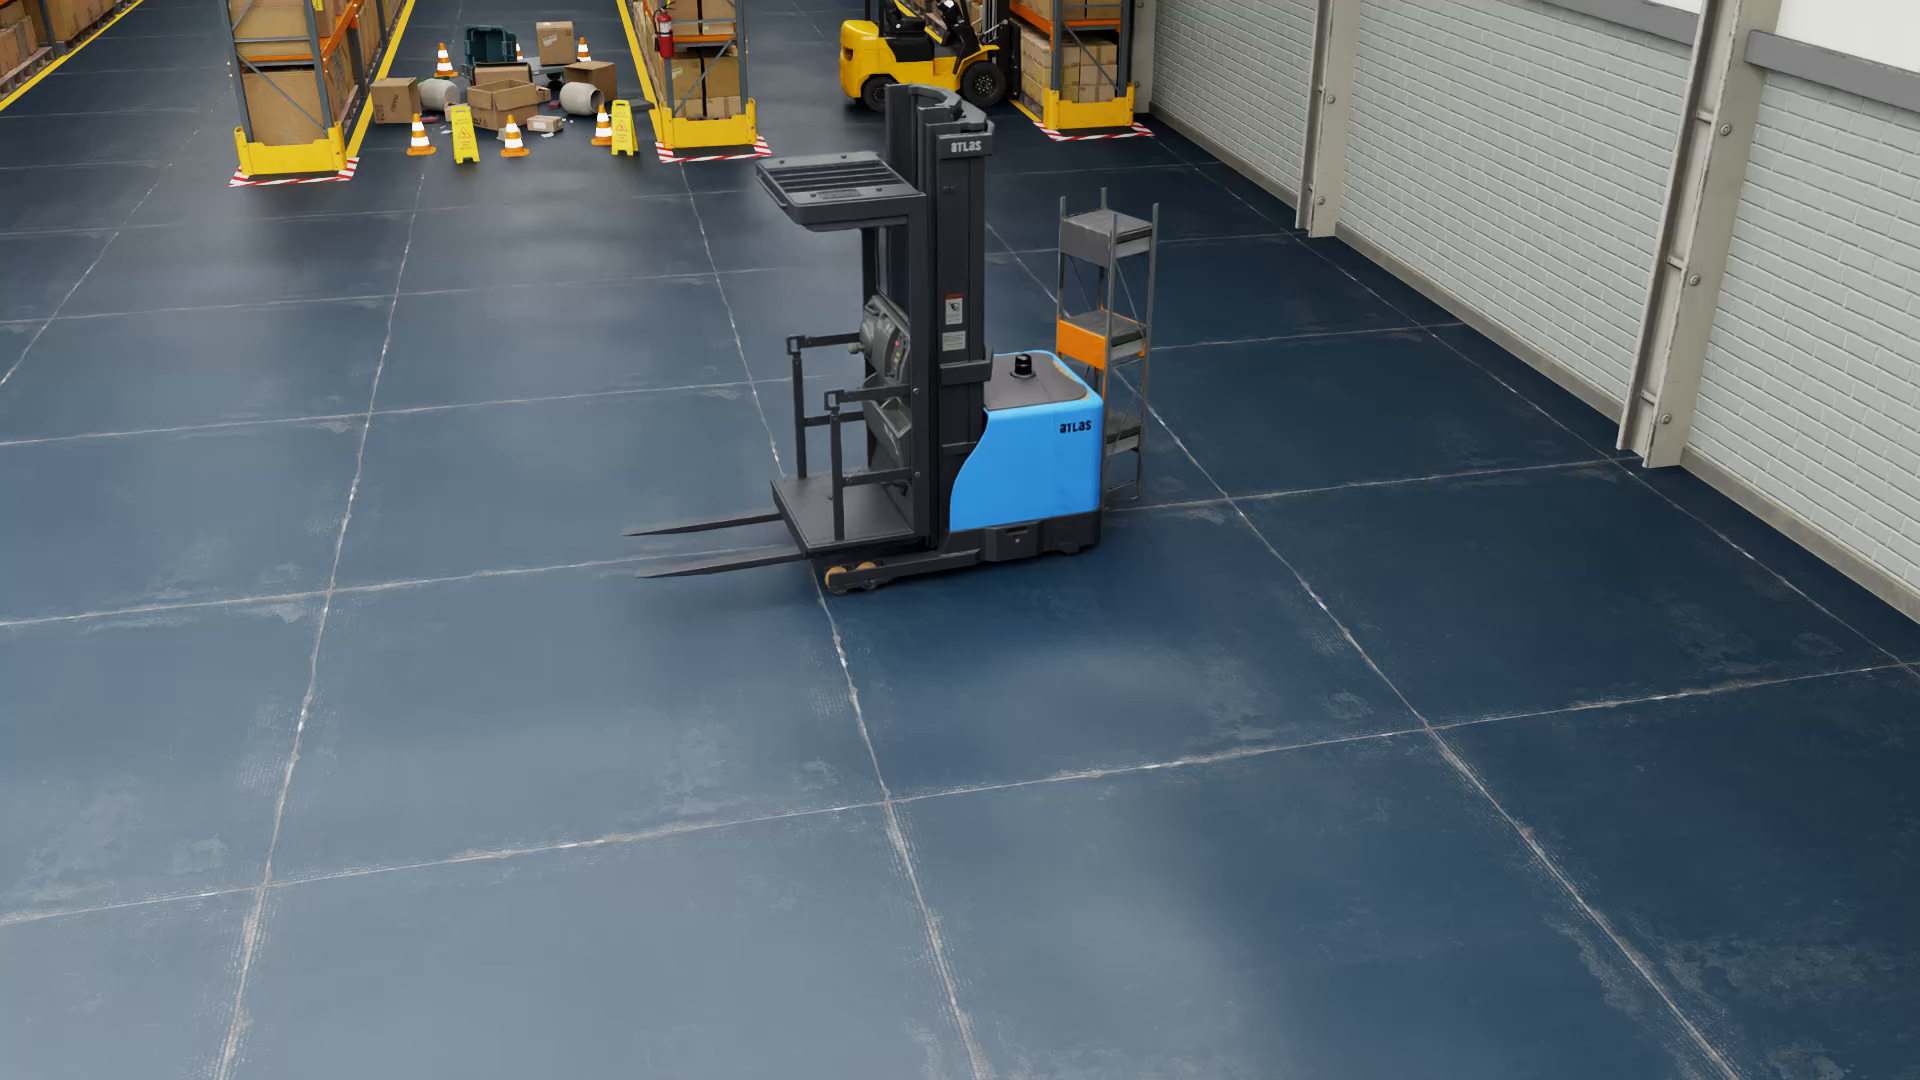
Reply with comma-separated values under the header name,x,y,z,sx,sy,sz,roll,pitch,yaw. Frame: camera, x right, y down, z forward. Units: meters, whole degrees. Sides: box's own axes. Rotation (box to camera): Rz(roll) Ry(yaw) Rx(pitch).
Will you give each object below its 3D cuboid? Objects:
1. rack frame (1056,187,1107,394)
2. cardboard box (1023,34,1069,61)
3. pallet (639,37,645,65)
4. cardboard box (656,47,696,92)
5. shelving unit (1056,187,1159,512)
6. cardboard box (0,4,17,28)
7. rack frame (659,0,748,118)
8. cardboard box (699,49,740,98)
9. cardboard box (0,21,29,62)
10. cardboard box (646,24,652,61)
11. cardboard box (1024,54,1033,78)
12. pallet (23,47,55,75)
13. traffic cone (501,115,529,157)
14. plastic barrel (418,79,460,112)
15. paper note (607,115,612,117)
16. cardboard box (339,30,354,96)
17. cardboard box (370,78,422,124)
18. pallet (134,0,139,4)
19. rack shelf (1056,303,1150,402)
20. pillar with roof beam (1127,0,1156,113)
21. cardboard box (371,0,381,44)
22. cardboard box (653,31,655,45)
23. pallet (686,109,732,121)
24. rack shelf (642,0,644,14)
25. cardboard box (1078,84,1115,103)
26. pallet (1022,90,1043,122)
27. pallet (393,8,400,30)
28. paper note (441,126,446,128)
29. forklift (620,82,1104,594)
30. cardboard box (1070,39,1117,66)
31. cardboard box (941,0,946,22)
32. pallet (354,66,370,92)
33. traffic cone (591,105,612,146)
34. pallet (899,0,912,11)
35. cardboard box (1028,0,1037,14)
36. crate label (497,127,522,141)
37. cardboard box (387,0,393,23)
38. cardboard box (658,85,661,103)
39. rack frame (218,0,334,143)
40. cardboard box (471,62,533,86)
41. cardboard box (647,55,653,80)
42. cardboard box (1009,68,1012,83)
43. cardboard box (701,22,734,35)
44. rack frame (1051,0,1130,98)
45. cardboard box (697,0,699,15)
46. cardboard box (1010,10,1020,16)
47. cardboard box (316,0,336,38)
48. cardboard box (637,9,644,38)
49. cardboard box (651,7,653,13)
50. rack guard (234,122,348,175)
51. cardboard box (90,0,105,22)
name,x,y,z,sx,sy,sz,roll,pitch,yaw
rack frame,0.815,-1.358,11.451,0.400,2.100,0.015,-20,33,-34
cardboard box,1.158,-6.637,22.392,0.500,0.250,0.500,-5,27,-11
pallet,-4.505,-7.720,26.157,1.003,0.211,1.213,-6,27,-12
cardboard box,-3.704,-6.179,21.764,0.500,0.500,0.500,-5,27,-10
shelving unit,0.967,-1.271,11.281,0.431,2.100,0.503,-20,33,-34
cardboard box,-14.297,-7.729,24.533,0.500,0.250,0.500,-3,27,-6
rack frame,-3.148,-6.331,20.310,1.000,3.000,0.127,-6,27,-12
cardboard box,-3.067,-6.018,21.444,0.500,0.500,0.500,-7,28,-13
cardboard box,-14.298,-7.382,24.680,0.700,0.500,0.500,-8,28,-16
cardboard box,-4.180,-7.095,23.578,0.500,0.500,0.500,-5,27,-9
cardboard box,1.170,-6.423,22.523,0.500,0.250,0.500,-6,27,-12
pallet,-14.432,-7.248,25.223,1.003,0.211,1.213,-6,27,-12
traffic cone,-5.507,-4.994,20.477,0.336,0.463,0.334,-6,27,-12
plastic barrel,-7.100,-6.047,22.608,0.512,0.421,0.421,13,30,24
paper note,-4.685,-5.729,22.412,0.142,0.019,0.148,-16,31,-29
cardboard box,-8.776,-6.495,22.528,0.875,0.875,0.875,-6,27,-11
cardboard box,-7.500,-5.848,22.124,0.500,0.500,0.500,-1,27,-3
pallet,-15.881,-10.226,31.122,1.003,0.211,1.213,-6,27,-12
rack shelf,0.967,-1.259,11.288,0.431,0.518,0.480,-20,33,-34
pillar with roof beam,-1.786,-9.475,19.881,9.100,9.000,0.400,-6,27,-12
cardboard box,-9.702,-8.202,26.049,1.050,0.750,0.750,-6,27,-12
cardboard box,-3.843,-6.621,21.919,0.380,0.149,0.250,-5,27,-9
pallet,-3.314,-5.479,21.718,1.003,0.211,1.213,-6,27,-12
rack shelf,-4.501,-8.643,25.691,1.077,0.370,4.000,-6,27,-12
cardboard box,1.767,-6.032,22.303,0.500,0.250,0.500,-6,27,-11
pallet,1.474,-5.923,22.597,1.003,0.211,1.213,-6,27,-12
pallet,-10.197,-8.928,28.552,1.003,0.211,1.213,-6,27,-12
paper note,-6.785,-5.422,21.827,0.032,0.001,0.123,8,28,15
forklift,-0.651,-1.238,10.297,3.031,2.935,1.130,-8,28,-16
cardboard box,1.763,-6.473,22.068,0.500,0.250,0.500,-6,27,-12
cardboard box,0.166,-8.914,27.598,0.875,0.625,0.625,-5,27,-10
pallet,-9.097,-6.626,23.990,1.003,0.211,1.213,-6,27,-12
traffic cone,-4.502,-5.256,20.996,0.336,0.463,0.334,-6,27,-12
pallet,-0.519,-9.970,30.614,1.003,0.211,1.213,-6,27,-12
cardboard box,1.212,-7.299,22.118,0.500,0.500,0.500,-5,27,-10
crate label,-5.745,-5.187,21.222,0.250,0.136,0.298,-23,35,-38
cardboard box,-9.779,-8.924,27.756,0.500,0.500,0.500,-6,27,-11
cardboard box,-3.702,-5.846,21.936,0.500,0.250,0.500,-6,27,-11
rack frame,-7.948,-5.784,19.226,1.000,3.000,0.127,-6,27,-12
cardboard box,-6.230,-6.200,22.672,0.797,0.637,0.503,-6,27,-12
cardboard box,-4.180,-6.760,23.746,0.500,0.250,0.500,-7,28,-14
cardboard box,0.927,-6.636,23.500,0.500,0.250,0.500,-5,27,-10
cardboard box,-3.023,-6.389,20.704,0.380,0.149,0.250,-6,27,-11
rack frame,1.687,-6.836,21.312,1.000,3.000,0.127,-6,27,-12
cardboard box,-3.105,-6.971,21.138,0.500,0.500,0.500,-5,27,-10
cardboard box,0.694,-7.529,24.160,0.500,0.250,0.500,-6,27,-12
cardboard box,-8.225,-6.507,20.492,0.875,0.550,0.550,-6,27,-12
cardboard box,-4.660,-8.285,26.632,0.950,0.372,0.625,-6,27,-13
cardboard box,-3.928,-7.133,22.179,0.380,0.149,0.250,-6,27,-12
rack guard,-7.943,-4.657,19.769,1.175,0.500,0.348,-6,27,-12
cardboard box,-15.142,-9.160,27.808,1.225,0.875,0.875,-7,28,-13
